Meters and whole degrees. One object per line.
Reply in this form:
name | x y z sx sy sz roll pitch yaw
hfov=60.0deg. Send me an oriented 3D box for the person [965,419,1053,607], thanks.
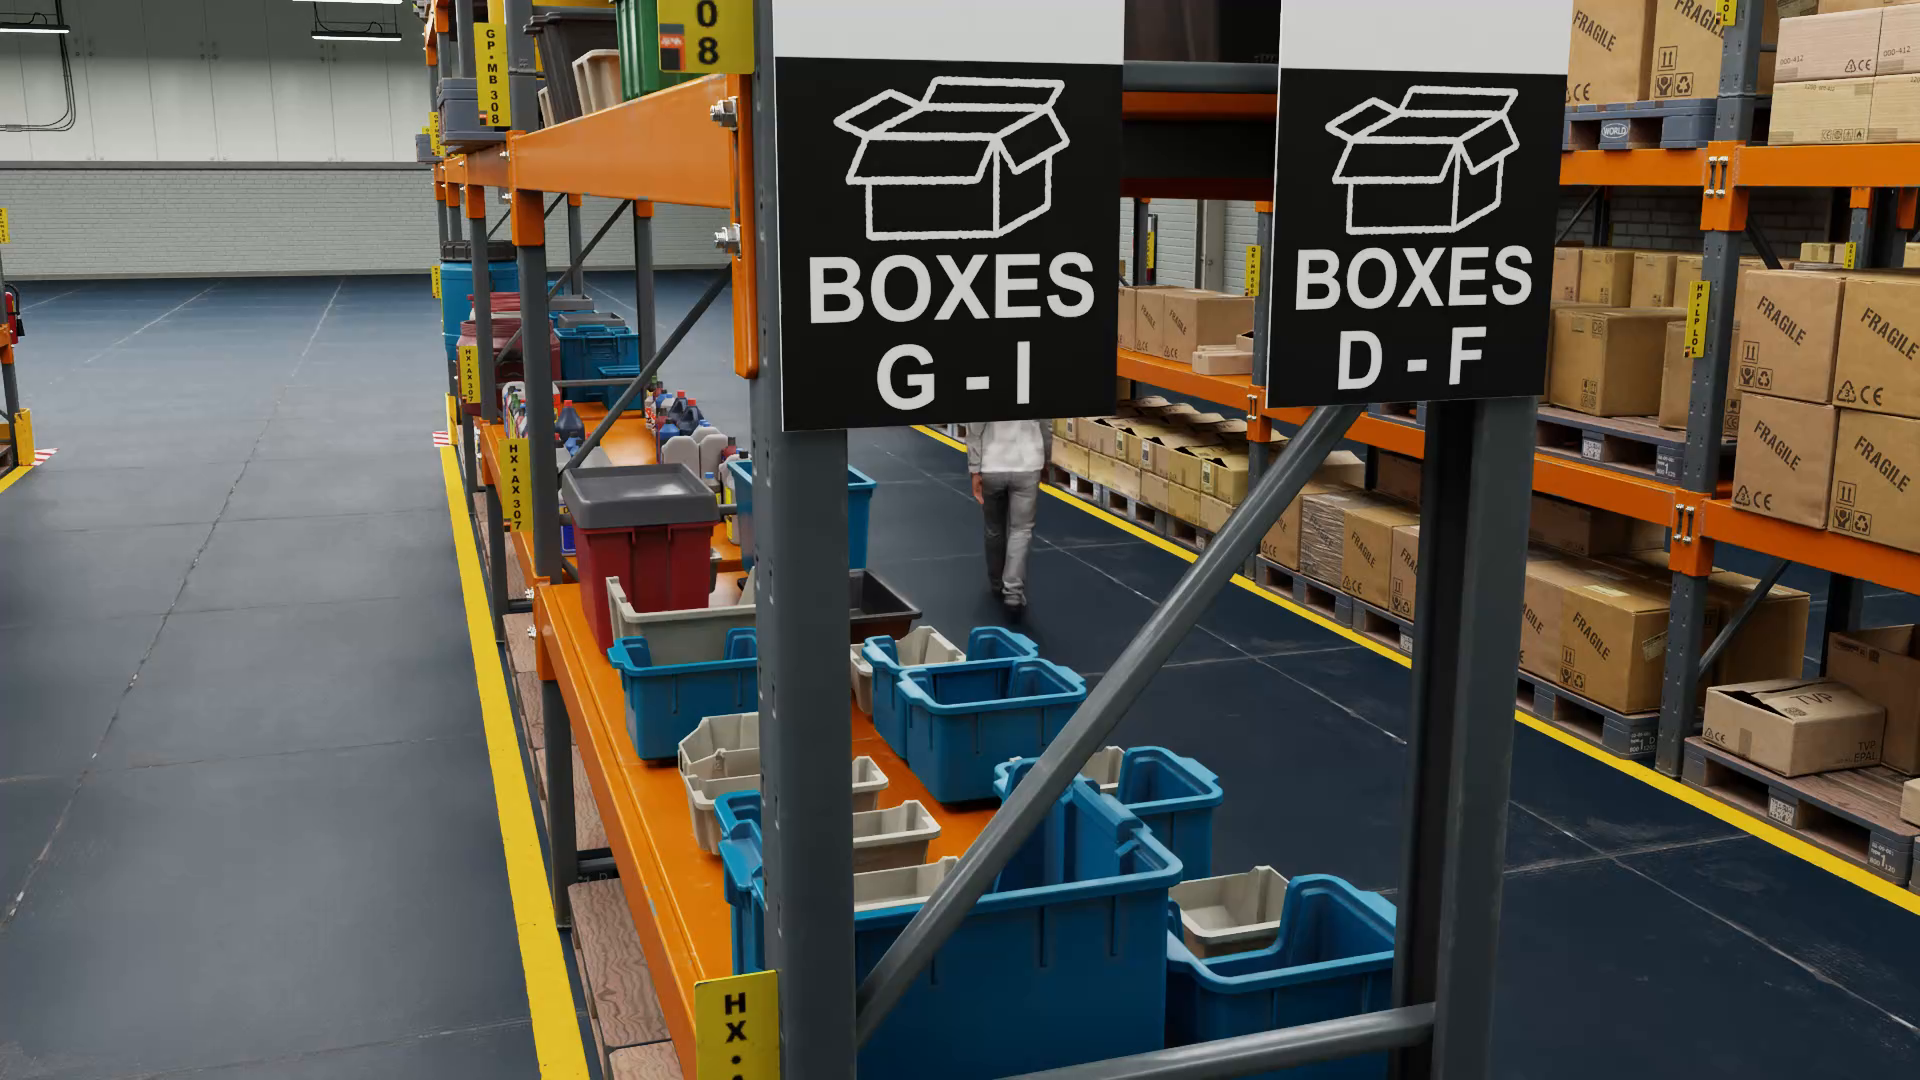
person | 0.318 -0.457 10.508 0.535 1.729 1.016 2 12 9
